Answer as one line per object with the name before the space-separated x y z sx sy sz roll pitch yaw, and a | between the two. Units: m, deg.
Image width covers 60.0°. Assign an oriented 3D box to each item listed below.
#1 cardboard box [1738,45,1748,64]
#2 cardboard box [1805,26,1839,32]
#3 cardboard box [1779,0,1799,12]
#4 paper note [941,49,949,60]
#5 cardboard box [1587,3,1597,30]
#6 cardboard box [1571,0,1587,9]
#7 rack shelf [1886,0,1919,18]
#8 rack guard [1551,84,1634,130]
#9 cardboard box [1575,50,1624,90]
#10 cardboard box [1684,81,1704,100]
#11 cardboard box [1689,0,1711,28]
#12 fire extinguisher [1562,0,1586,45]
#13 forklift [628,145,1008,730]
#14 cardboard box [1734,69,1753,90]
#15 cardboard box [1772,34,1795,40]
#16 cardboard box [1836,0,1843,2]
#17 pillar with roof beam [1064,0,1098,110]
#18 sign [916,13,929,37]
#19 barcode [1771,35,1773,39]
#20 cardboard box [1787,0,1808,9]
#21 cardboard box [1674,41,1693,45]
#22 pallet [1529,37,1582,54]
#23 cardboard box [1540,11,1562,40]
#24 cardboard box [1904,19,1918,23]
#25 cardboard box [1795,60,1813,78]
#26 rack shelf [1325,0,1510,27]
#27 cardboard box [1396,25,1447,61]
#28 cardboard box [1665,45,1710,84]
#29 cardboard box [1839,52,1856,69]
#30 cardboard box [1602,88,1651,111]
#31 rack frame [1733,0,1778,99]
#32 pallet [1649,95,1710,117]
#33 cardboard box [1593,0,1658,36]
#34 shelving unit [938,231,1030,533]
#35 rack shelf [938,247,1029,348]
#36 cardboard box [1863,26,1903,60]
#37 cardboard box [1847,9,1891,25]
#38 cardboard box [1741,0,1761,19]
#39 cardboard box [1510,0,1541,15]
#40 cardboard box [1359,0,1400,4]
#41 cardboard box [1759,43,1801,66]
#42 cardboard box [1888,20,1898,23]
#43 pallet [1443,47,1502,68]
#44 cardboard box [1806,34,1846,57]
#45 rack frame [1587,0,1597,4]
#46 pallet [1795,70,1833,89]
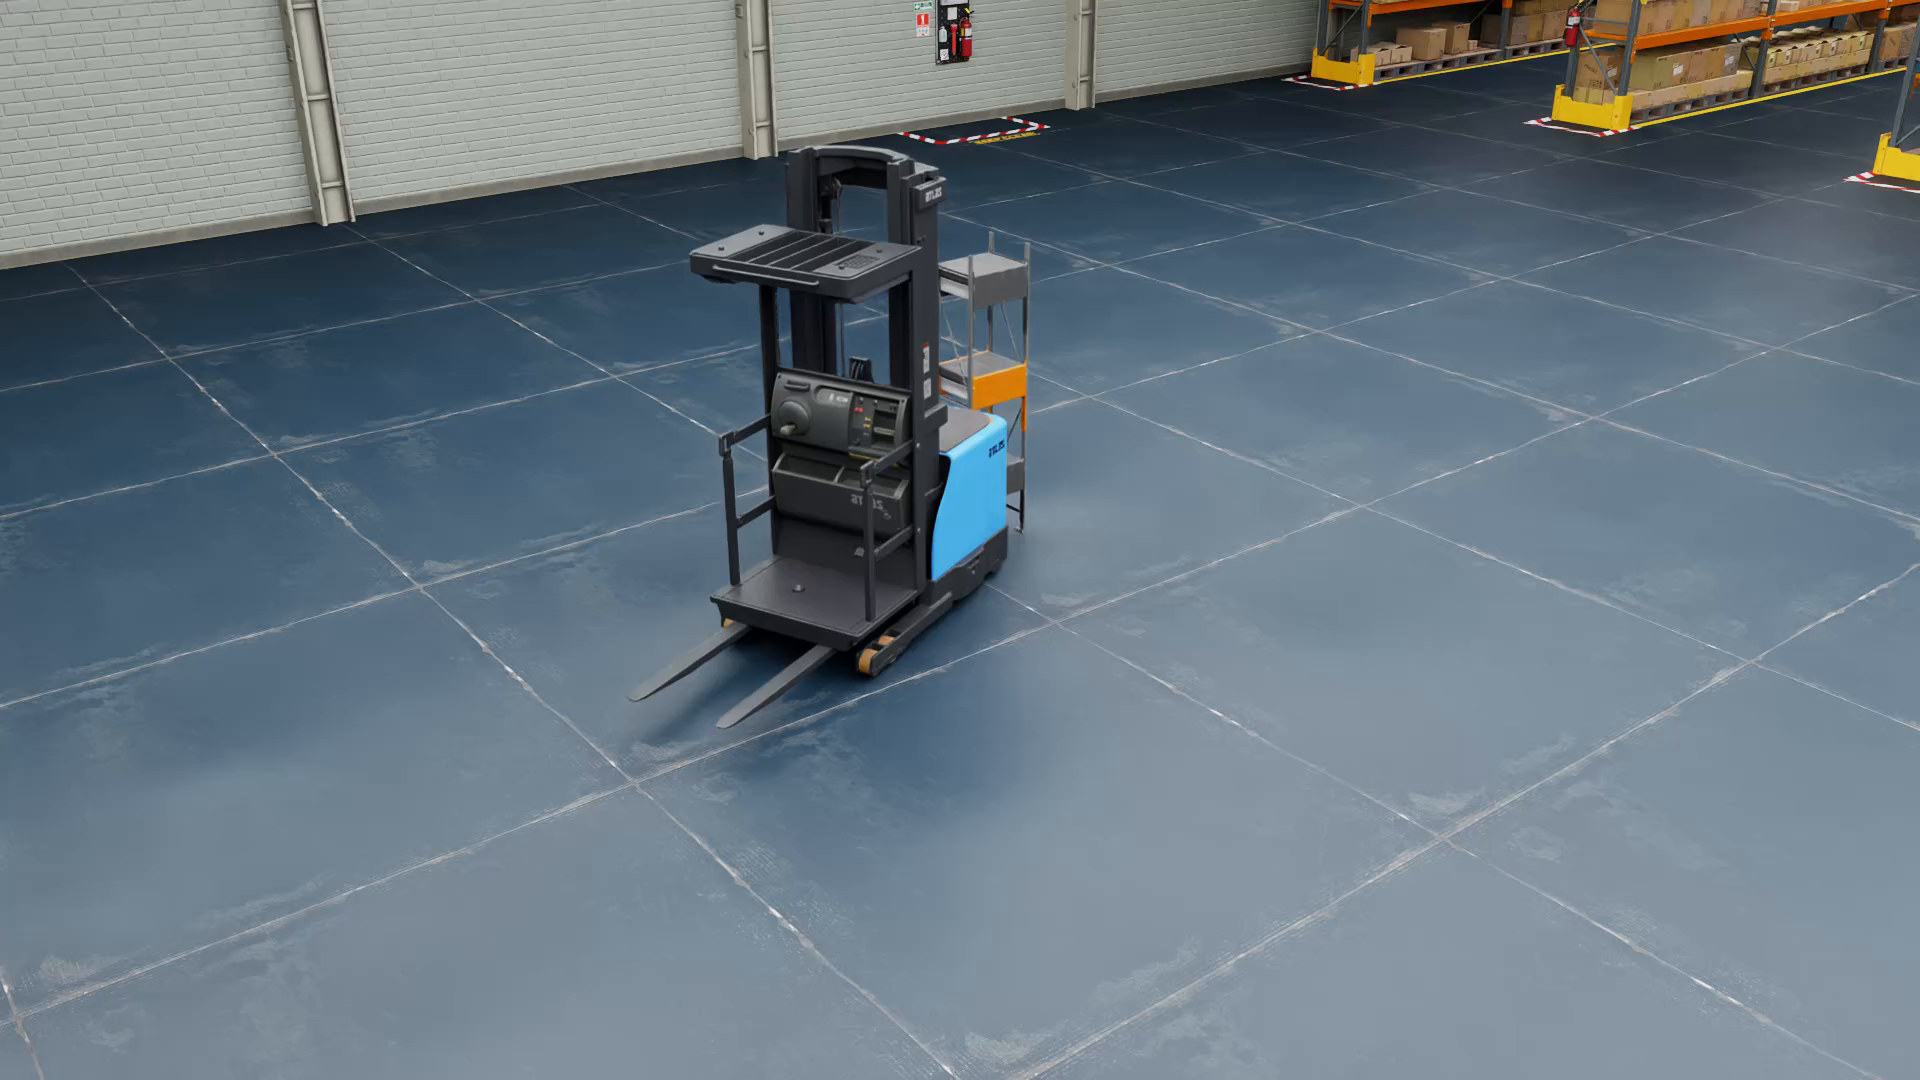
cardboard box | 12.974 -8.204 27.965 0.500 0.311 0.500 -18 31 -34
cardboard box | 15.386 -9.004 29.689 0.500 0.311 0.500 -17 30 -32
cardboard box | 13.655 -8.854 27.564 0.250 0.149 0.380 -18 31 -34
paper note | -0.230 -7.265 24.886 0.142 0.148 0.016 -18 31 -34
cardboard box | 12.385 -10.346 32.927 0.500 0.500 0.700 -18 30 -33
cardboard box | 11.898 -10.559 32.495 0.500 0.250 0.500 -18 30 -33
rack shelf | 17.553 -10.038 30.671 4.000 0.370 1.077 -18 31 -34
rack guard | 9.665 -6.627 25.435 0.348 0.500 1.175 -18 31 -34
cardboard box | 9.923 -7.288 25.767 0.500 0.500 0.500 -18 31 -34
cardboard box | 11.425 -7.165 26.392 0.500 0.250 0.500 -18 31 -34
cardboard box | 11.276 -8.332 26.022 0.500 0.500 0.700 -17 30 -33
fire extinguisher | 9.304 -7.855 25.204 0.183 0.674 0.296 -18 31 -34
forklift | -0.833 -0.727 9.835 1.130 2.935 3.031 13 28 26
cardboard box | 12.602 -7.556 27.236 0.500 0.250 0.500 -18 31 -34
cardboard box | 14.171 -8.599 28.817 0.500 0.311 0.500 -19 31 -35
cardboard box | 15.011 -9.381 28.699 0.250 0.149 0.380 -16 29 -30
pillar with roof beam | 4.576 -9.612 21.771 0.400 9.000 9.100 -18 31 -34
sign | -0.547 -7.594 24.507 0.234 0.329 0.001 -18 31 -34
barcode | 13.290 -8.235 27.238 0.075 0.075 0.001 -18 31 -34
cardboard box | 13.861 -9.182 27.853 0.500 0.500 0.500 -16 29 -30
cardboard box | 11.487 -7.813 26.897 0.500 0.500 0.500 -18 31 -34
pallet | 11.345 -9.702 32.405 1.213 0.211 1.003 -18 31 -34
cardboard box | 11.143 -9.978 32.134 0.500 0.500 0.700 -18 30 -33
cardboard box | 17.728 -9.338 30.754 0.500 0.500 0.500 -19 31 -36
cardboard box | 14.111 -8.040 28.277 0.500 0.250 0.500 -19 31 -36
rack shelf | 8.198 -9.600 29.727 4.000 0.370 1.077 -18 31 -34
cardboard box | 8.281 -8.945 29.906 0.500 0.500 0.700 -21 32 -37
cardboard box | 11.425 -7.505 26.234 0.500 0.500 0.500 -18 31 -34
cardboard box | 15.313 -8.436 29.131 0.500 0.250 0.500 -19 31 -35
cardboard box | 10.243 -6.776 25.554 0.500 0.250 0.500 -18 31 -34
rack frame | 12.832 -8.806 27.161 0.127 3.000 1.000 -18 31 -34
pallet | 11.219 -7.030 26.646 1.213 0.211 1.003 -18 31 -34
cardboard box | 10.059 -7.929 25.153 0.500 0.500 0.700 -18 31 -34
shelving unit | 0.141 -1.006 11.424 0.503 2.100 0.431 -19 31 -35
rack shelf | 0.141 -1.629 11.135 0.480 0.518 0.431 -19 31 -35
cardboard box | 16.514 -8.934 29.884 0.500 0.500 0.500 -17 30 -32
cardboard box | 16.612 -9.588 30.401 0.500 0.250 0.500 -17 30 -32
cardboard box | 12.487 -8.734 26.887 0.500 0.500 0.700 -19 31 -35
cardboard box | 10.686 -10.164 31.643 0.500 0.250 0.500 -19 31 -35
cardboard box | 7.204 -9.369 28.530 0.500 0.250 0.500 -19 31 -35
cardboard box | 13.708 -8.157 27.863 0.500 0.311 0.500 -19 31 -35
cardboard box | 16.978 -9.366 30.814 0.500 0.500 0.500 -20 31 -36
pallet | 9.265 -8.995 30.881 1.213 0.211 1.003 -18 31 -34
cardboard box | 14.915 -8.558 28.727 0.500 0.311 0.500 -18 31 -34
rack frame | 12.920 -11.485 32.934 0.127 3.000 1.000 -18 31 -34
pallet | 14.348 -8.064 28.875 1.213 0.211 1.003 -18 31 -34
